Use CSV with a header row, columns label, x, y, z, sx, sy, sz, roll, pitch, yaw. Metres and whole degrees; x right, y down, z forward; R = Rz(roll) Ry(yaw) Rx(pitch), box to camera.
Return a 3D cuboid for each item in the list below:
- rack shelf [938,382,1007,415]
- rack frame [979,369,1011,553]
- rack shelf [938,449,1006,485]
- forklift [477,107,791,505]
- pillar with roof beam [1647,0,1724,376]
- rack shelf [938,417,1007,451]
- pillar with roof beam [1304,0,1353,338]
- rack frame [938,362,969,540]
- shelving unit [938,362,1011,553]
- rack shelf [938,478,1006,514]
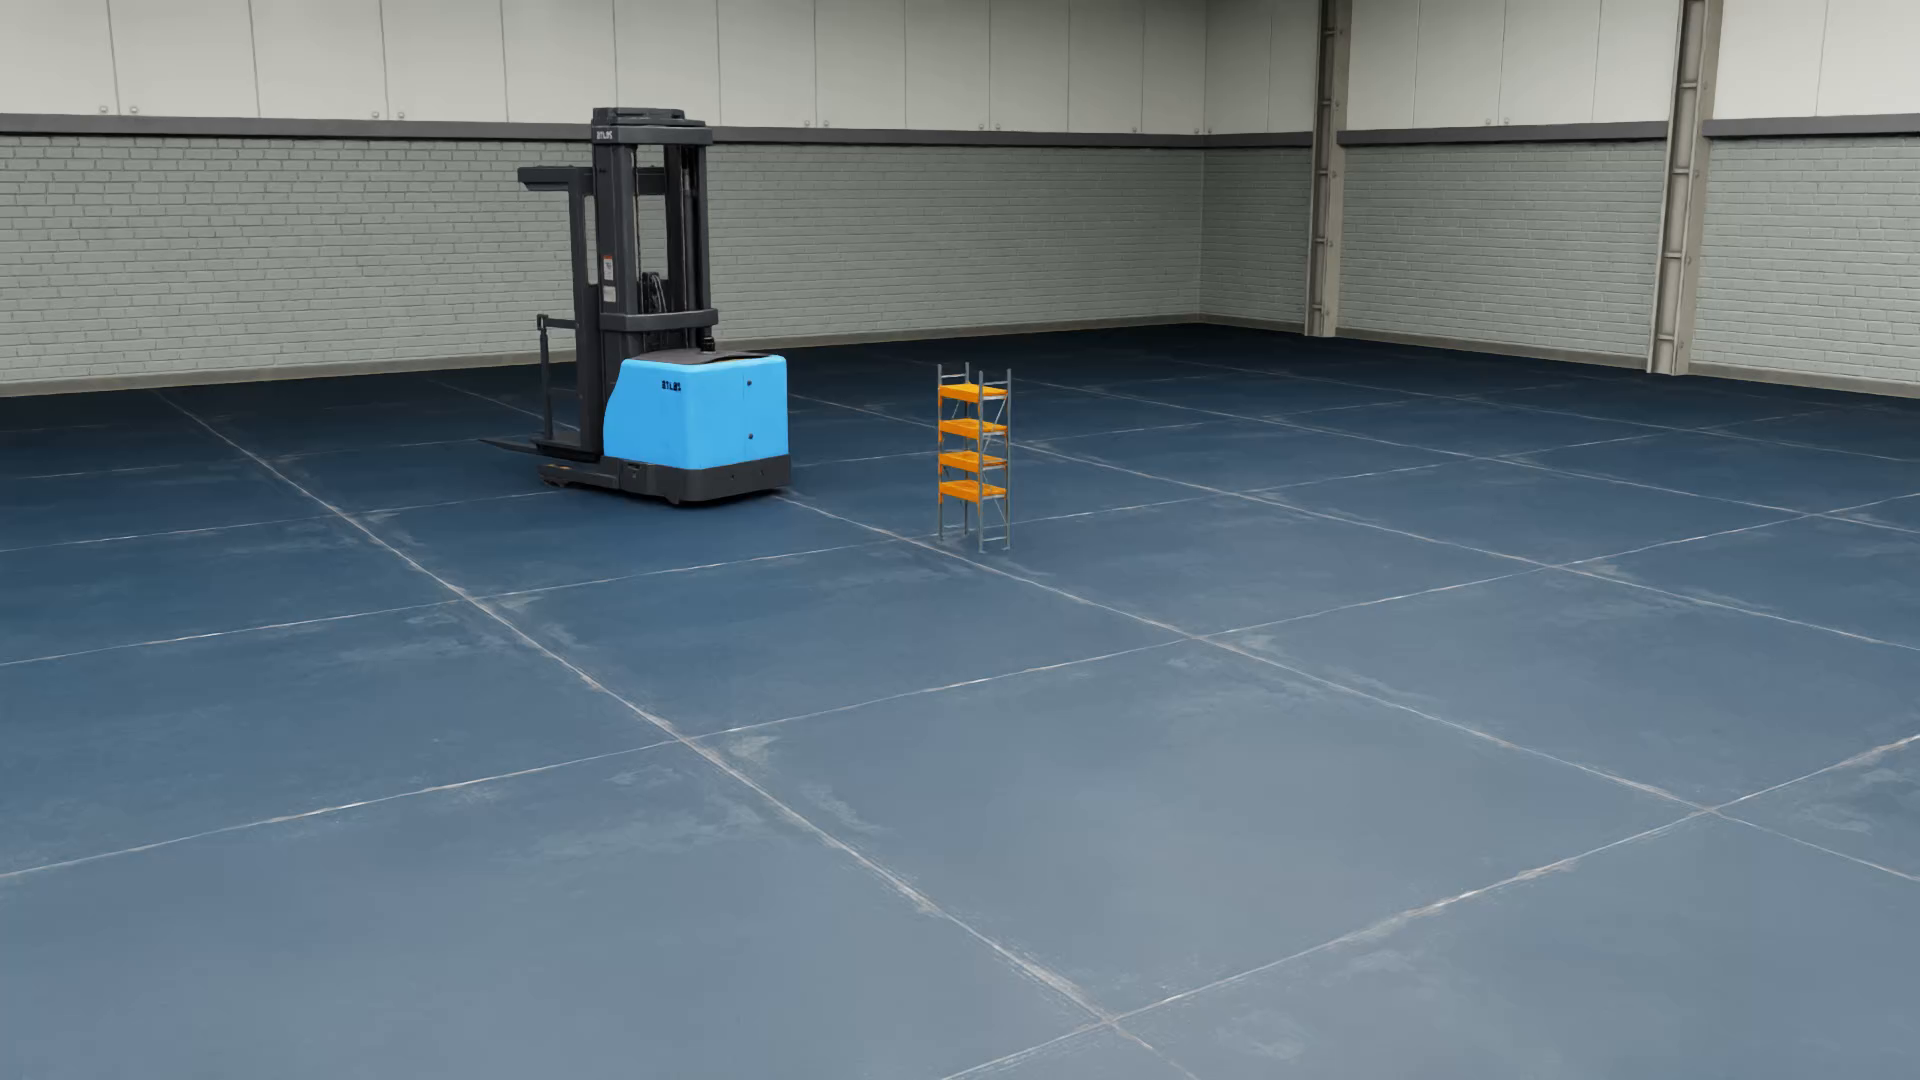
label,x,y,z,sx,sy,sz,roll,pitch,yaw
rack shelf,0.092,-0.941,11.015,0.258,0.148,0.480,-8,15,-33
rack frame,0.227,-0.513,10.901,0.240,1.200,0.015,-8,15,-33
rack shelf,0.092,-0.491,11.113,0.258,0.148,0.480,-8,15,-33
forklift,-2.780,-1.931,13.330,3.031,2.935,1.130,10,16,39
pillar with roof beam,5.341,-5.988,17.679,9.100,9.000,0.400,-8,15,-33
rack shelf,0.092,-0.710,11.066,0.258,0.148,0.480,-8,15,-33
pillar with roof beam,2.016,-7.055,22.559,9.100,9.000,0.400,-8,15,-33
rack frame,-0.043,-0.600,11.297,0.240,1.200,0.015,-8,15,-33
shelving unit,0.092,-0.557,11.099,0.258,1.200,0.503,-8,15,-33
rack shelf,0.092,-0.297,11.156,0.258,0.148,0.480,-8,15,-33
